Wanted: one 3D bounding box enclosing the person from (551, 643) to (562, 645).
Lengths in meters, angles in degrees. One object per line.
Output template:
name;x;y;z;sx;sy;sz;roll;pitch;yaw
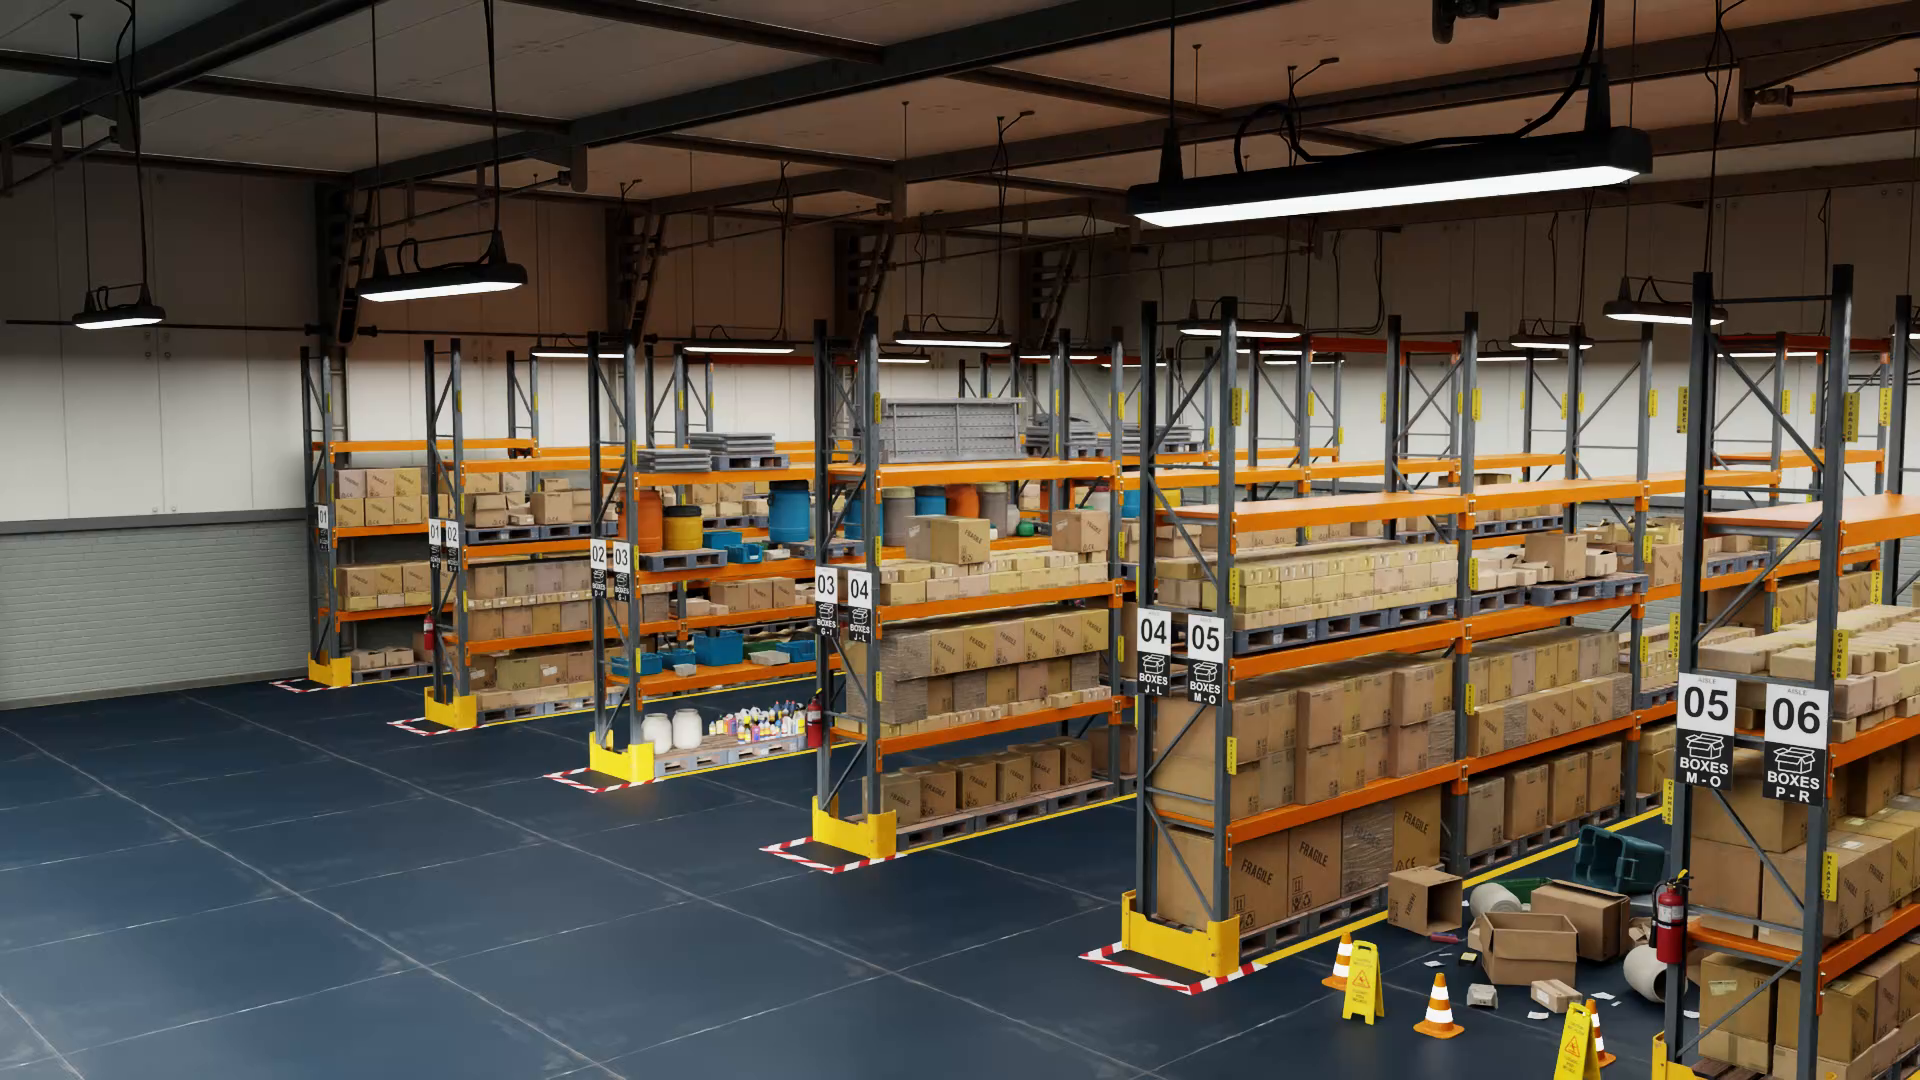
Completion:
person;-7.011;1.816;29.167;0.707;1.586;0.624;-4;7;-40
